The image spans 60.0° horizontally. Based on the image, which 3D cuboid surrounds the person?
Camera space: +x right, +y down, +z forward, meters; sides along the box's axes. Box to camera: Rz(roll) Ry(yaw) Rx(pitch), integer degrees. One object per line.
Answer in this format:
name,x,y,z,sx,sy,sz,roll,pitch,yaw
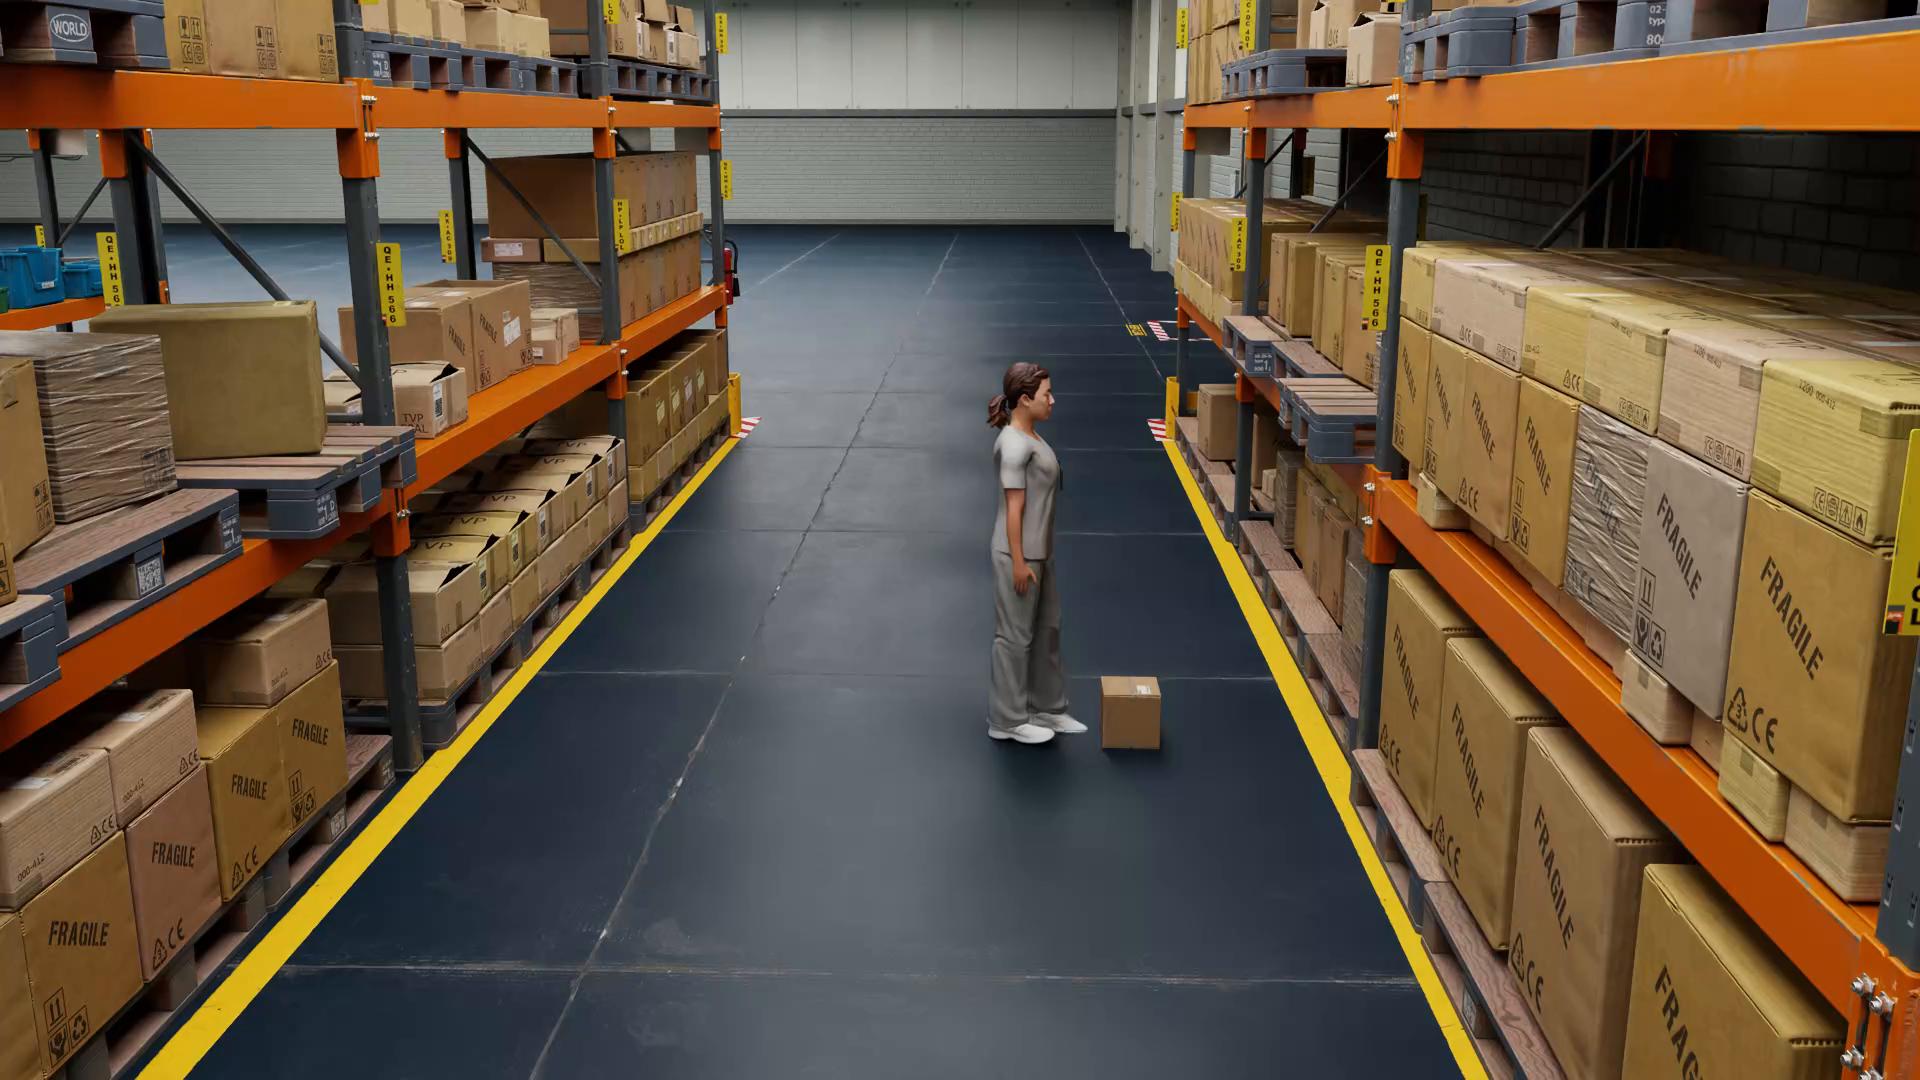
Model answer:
person,0.333,0.085,7.212,0.465,1.713,0.474,2,14,10
